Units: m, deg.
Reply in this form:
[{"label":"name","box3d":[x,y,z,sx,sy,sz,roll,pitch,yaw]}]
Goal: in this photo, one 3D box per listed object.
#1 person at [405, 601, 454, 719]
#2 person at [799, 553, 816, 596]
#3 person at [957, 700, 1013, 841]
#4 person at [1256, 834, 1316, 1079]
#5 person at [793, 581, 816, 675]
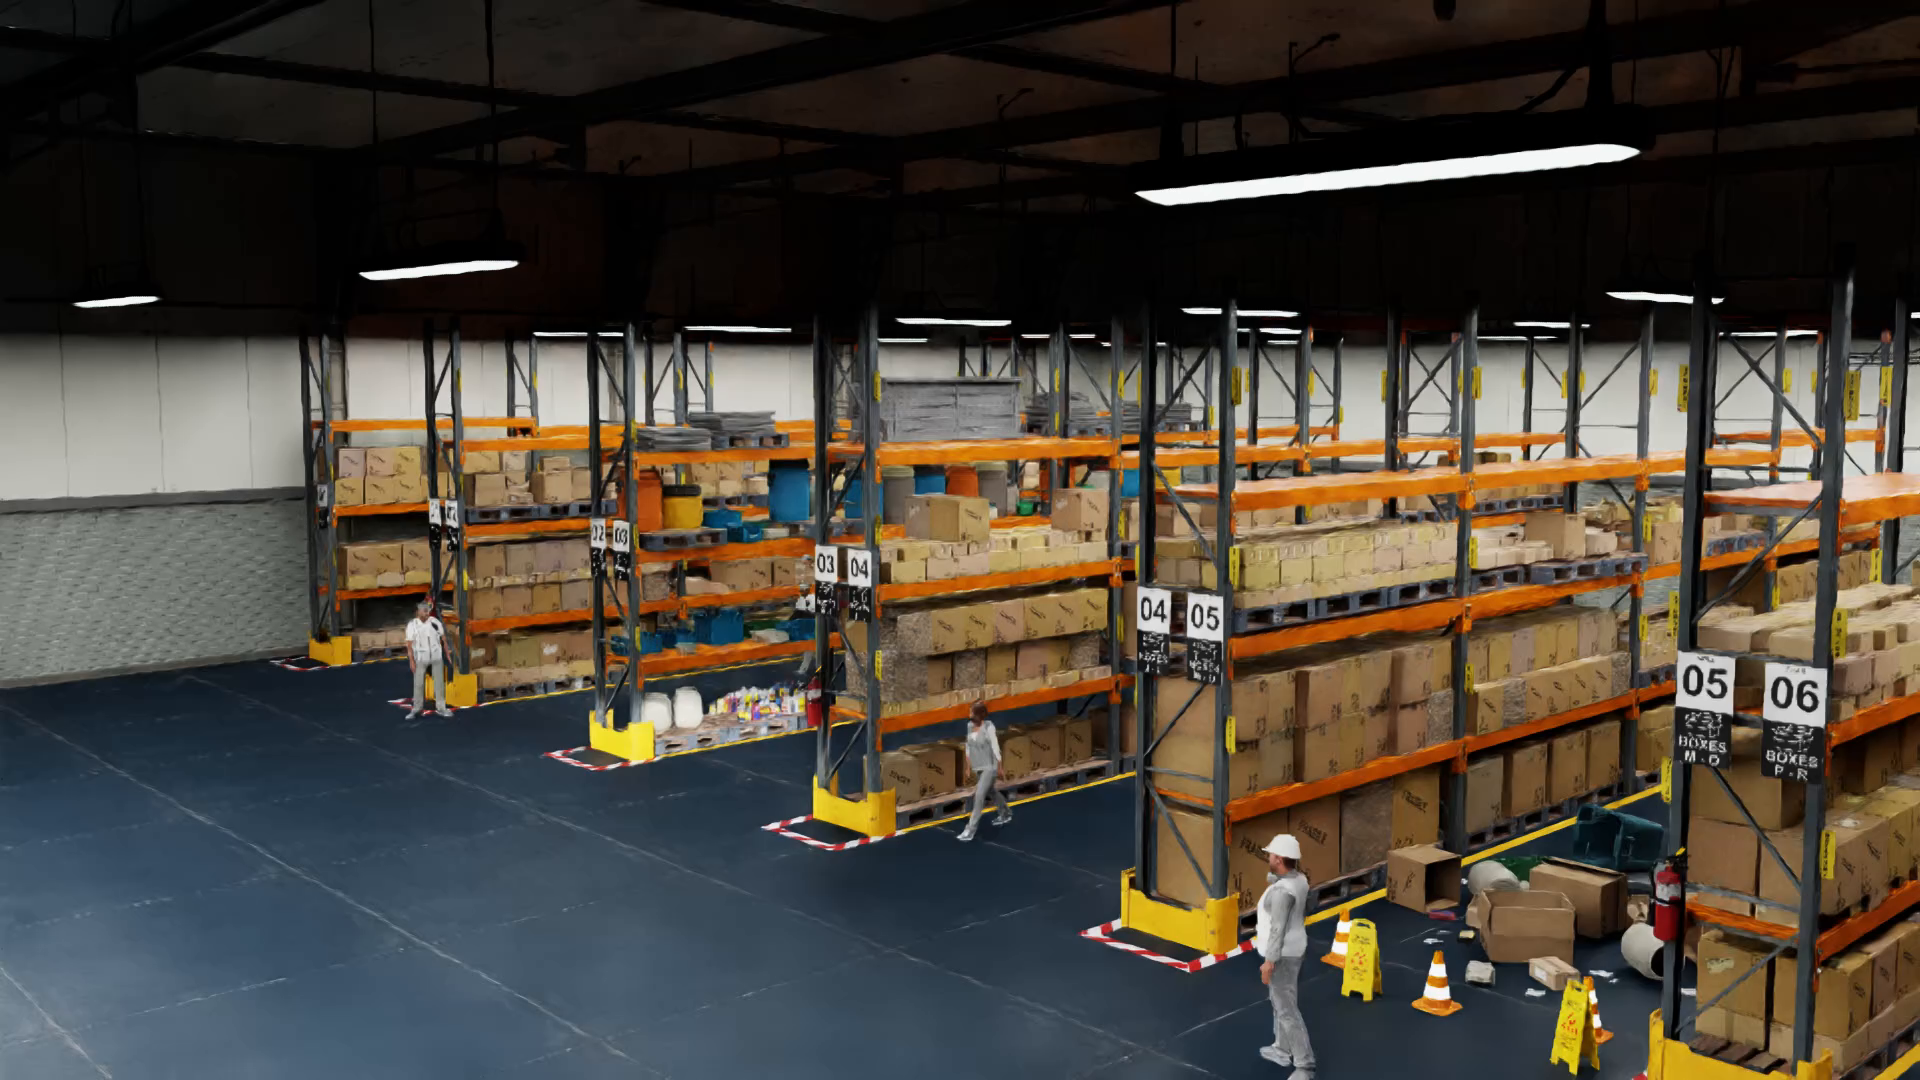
[{"label":"person","box3d":[-7.938,1.771,24.801,0.710,1.762,0.413,-3,7,-31]},{"label":"person","box3d":[-2.954,1.043,32.897,0.481,1.583,1.093,6,8,45]},{"label":"person","box3d":[0.241,2.523,18.543,1.037,1.513,0.419,-6,8,-44]},{"label":"person","box3d":[2.415,3.060,12.250,0.472,1.771,0.721,2,6,19]},{"label":"person","box3d":[-2.585,1.471,28.515,0.470,1.599,1.060,4,7,38]}]
